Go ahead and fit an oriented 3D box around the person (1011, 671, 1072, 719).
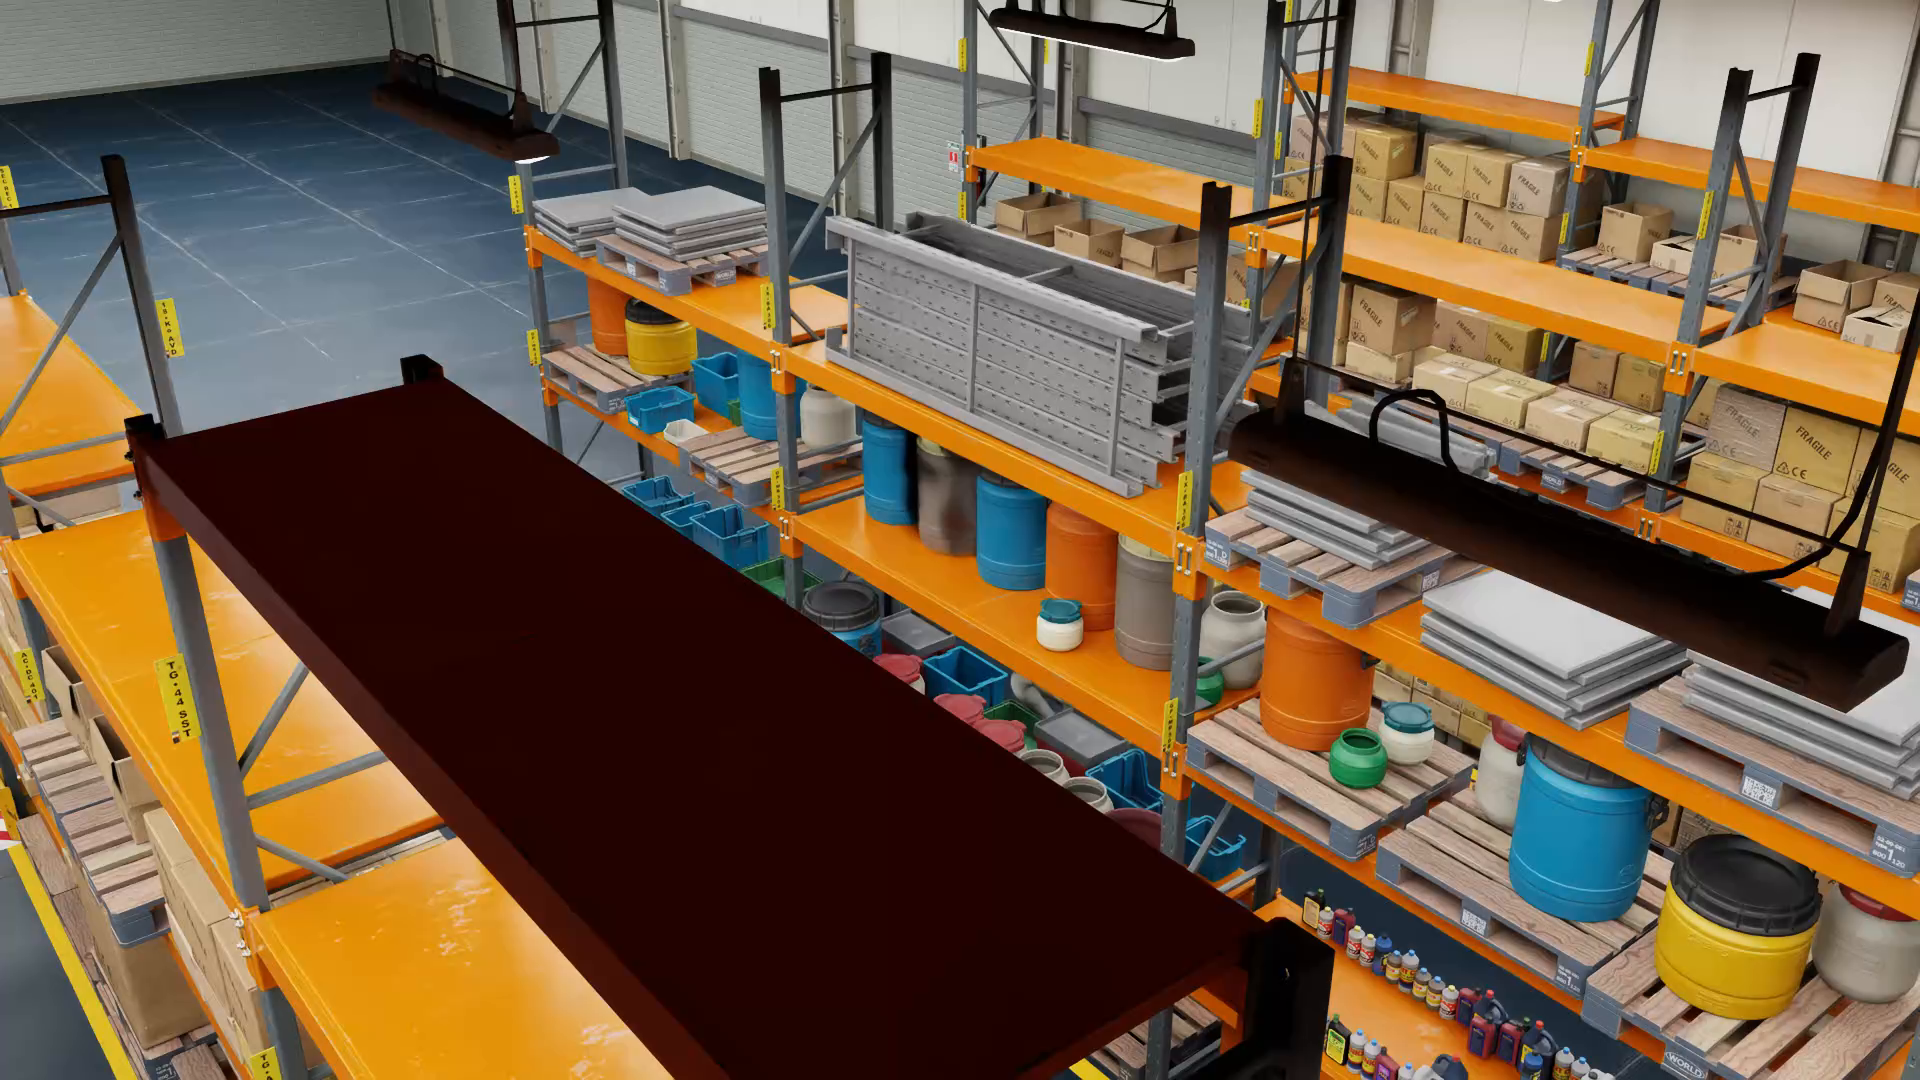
[{"bbox_3d":[0.653,0.931,14.575,0.860,1.575,0.689,14,29,26],"label":"person"}]
